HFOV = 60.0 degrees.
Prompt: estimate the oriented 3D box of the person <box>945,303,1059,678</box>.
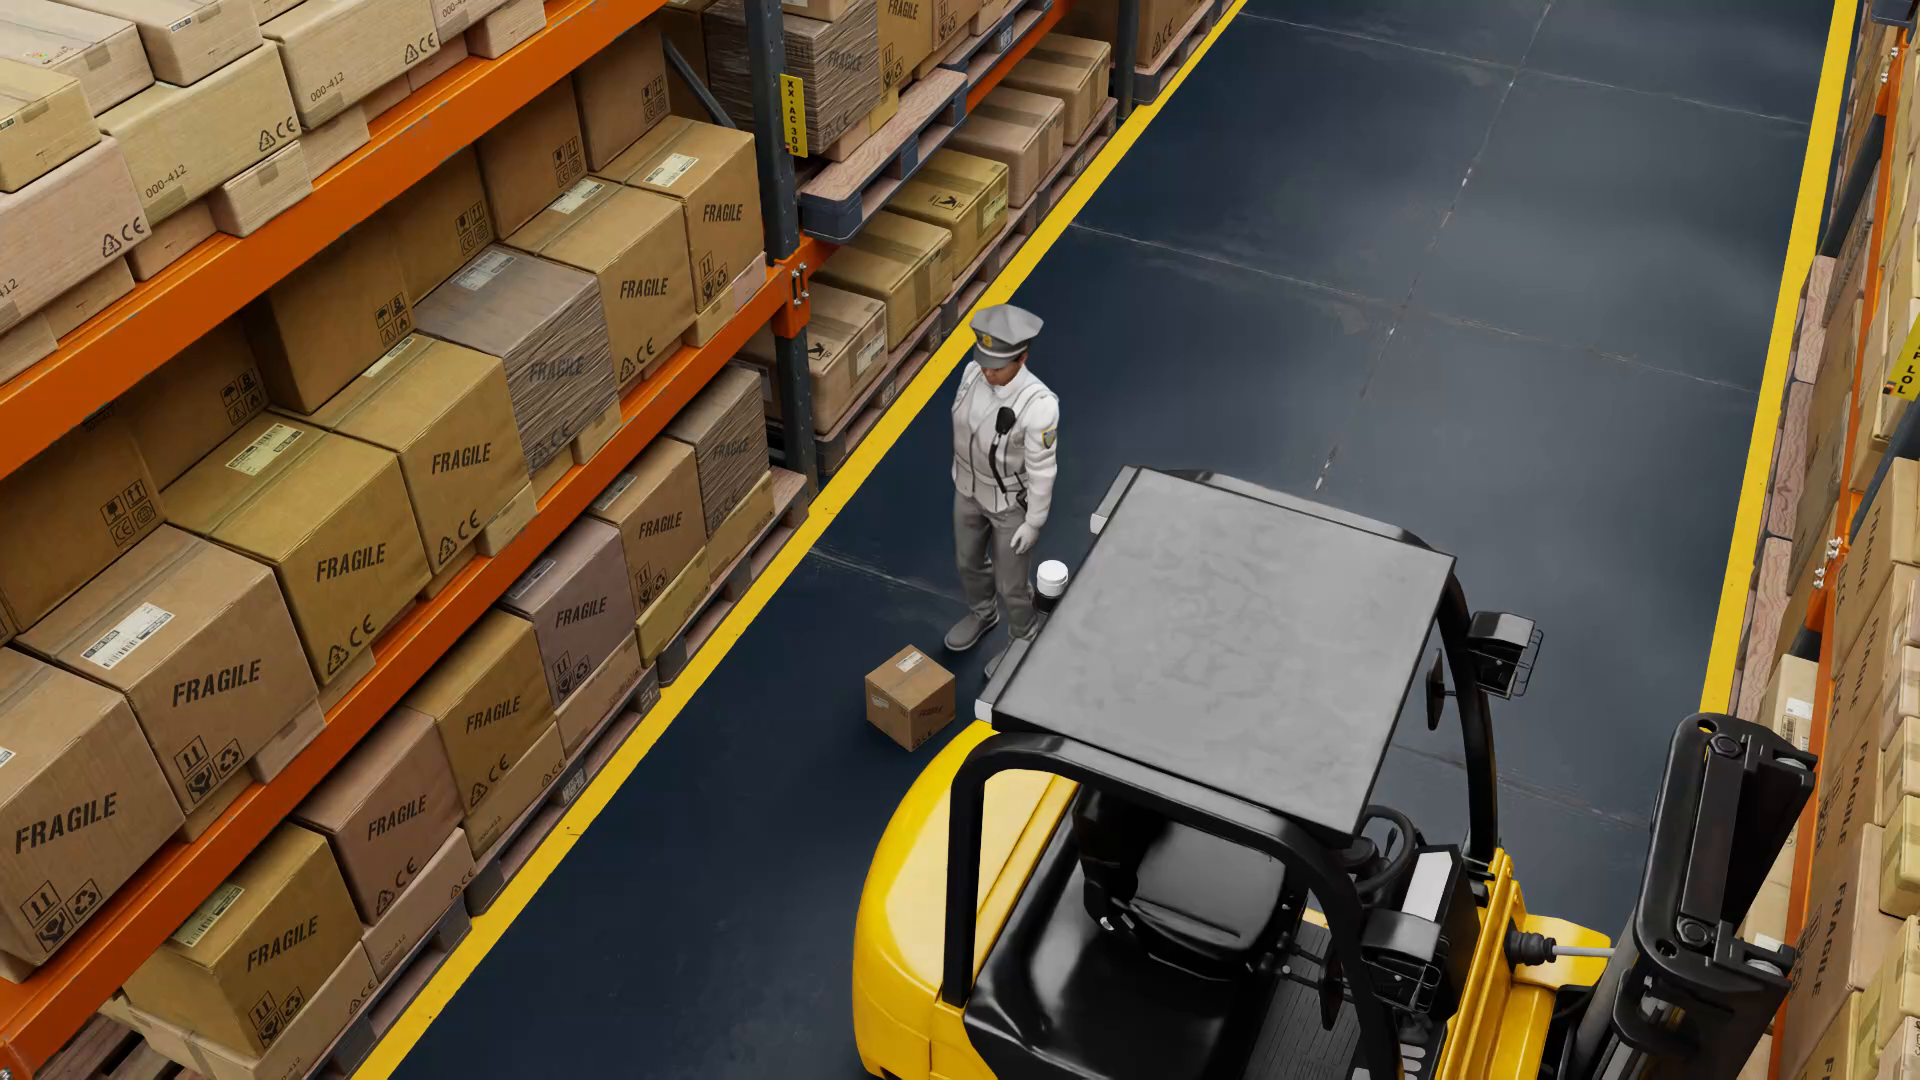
[{"bbox_3d":[0.148,-0.156,6.337,0.331,1.661,0.473,-34,52,-31],"label":"person"}]
